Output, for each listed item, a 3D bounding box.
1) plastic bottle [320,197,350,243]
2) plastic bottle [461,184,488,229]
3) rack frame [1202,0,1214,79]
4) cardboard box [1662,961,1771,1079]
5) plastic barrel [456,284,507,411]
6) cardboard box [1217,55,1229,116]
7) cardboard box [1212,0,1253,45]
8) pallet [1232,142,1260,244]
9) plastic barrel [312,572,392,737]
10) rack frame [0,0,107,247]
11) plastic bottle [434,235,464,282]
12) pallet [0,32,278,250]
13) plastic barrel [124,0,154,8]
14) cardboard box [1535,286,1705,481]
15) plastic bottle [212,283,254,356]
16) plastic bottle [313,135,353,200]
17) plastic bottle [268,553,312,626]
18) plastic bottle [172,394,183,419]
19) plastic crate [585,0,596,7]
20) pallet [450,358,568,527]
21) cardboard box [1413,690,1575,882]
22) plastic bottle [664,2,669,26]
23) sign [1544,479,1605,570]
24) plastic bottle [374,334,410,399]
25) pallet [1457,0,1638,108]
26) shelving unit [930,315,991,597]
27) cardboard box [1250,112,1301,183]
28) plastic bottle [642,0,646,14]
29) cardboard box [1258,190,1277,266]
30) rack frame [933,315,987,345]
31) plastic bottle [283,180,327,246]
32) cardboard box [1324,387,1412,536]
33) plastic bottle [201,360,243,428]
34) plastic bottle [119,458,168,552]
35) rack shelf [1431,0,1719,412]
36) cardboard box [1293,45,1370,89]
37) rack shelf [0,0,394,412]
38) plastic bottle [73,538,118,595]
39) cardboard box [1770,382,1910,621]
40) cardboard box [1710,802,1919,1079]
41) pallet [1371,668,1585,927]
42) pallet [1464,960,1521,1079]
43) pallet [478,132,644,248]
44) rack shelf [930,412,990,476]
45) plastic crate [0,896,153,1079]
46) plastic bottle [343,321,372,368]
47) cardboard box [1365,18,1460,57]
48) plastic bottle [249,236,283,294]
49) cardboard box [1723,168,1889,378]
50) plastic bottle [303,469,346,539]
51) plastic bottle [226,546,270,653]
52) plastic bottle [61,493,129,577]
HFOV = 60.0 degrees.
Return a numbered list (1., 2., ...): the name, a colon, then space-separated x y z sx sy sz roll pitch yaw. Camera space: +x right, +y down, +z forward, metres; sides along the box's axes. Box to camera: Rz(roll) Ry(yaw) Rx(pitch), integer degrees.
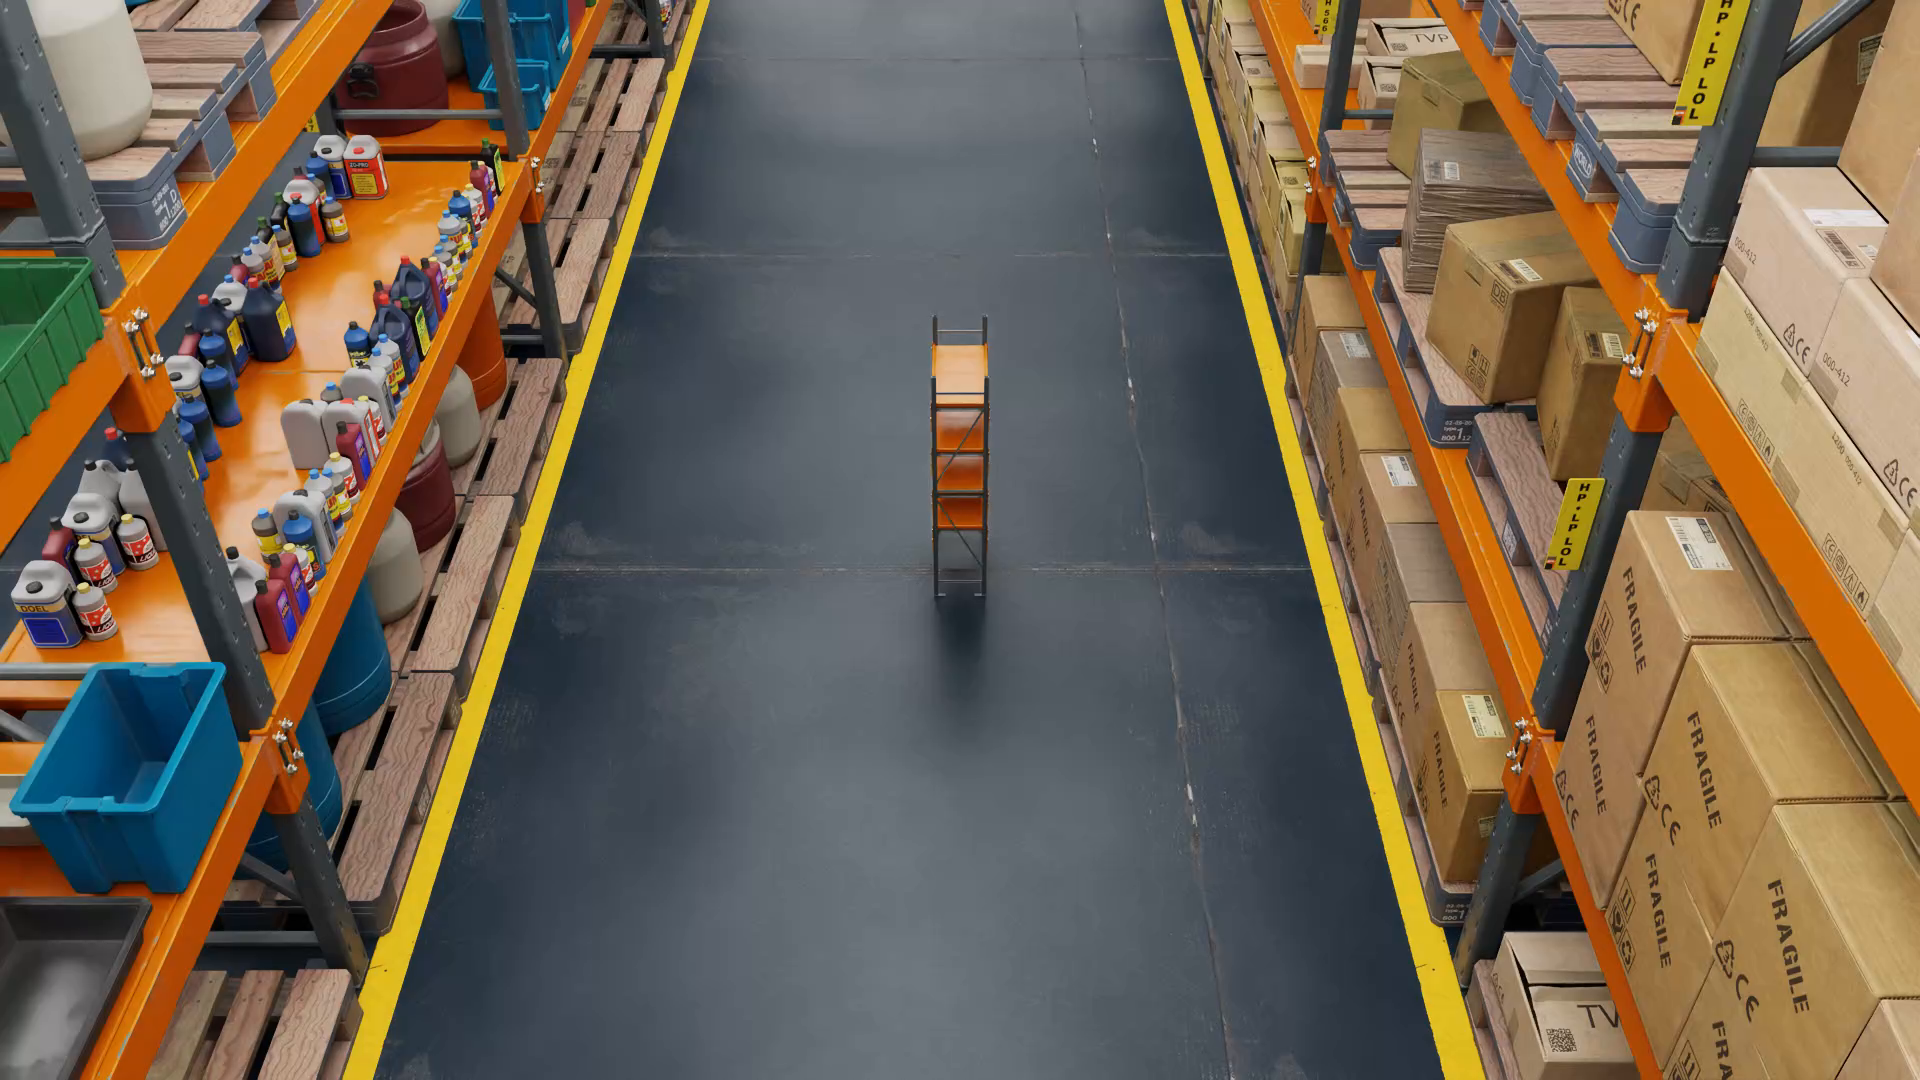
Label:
1. plastic bottle: -2.857 -1.467 7.587 0.097 0.201 0.097 0 39 0
2. plastic bottle: -2.250 -1.546 7.685 0.097 0.201 0.097 0 39 0
3. rack frame: 2.290 -4.596 11.332 1.000 3.000 0.127 0 39 0
4. cardboard box: 2.029 1.320 3.870 0.500 0.500 0.500 0 39 0
5. plastic barrel: -2.642 -1.104 8.374 0.600 0.830 0.708 0 39 0
6. cardboard box: 2.042 -3.115 11.346 0.500 0.250 0.500 1 39 1
7. cardboard box: 2.041 -3.647 11.562 0.500 0.311 0.500 0 39 0
8. pallet: 2.334 -2.282 10.674 1.003 0.211 1.213 0 39 0
9. plastic barrel: -2.639 0.280 6.589 0.600 0.901 0.708 0 39 0
10. rack frame: -2.655 -1.933 3.211 1.000 3.000 0.127 0 39 0
11. plastic bottle: -2.249 -1.242 7.306 0.097 0.201 0.097 0 39 0
12. pallet: -2.753 -1.179 4.820 1.213 0.211 1.003 0 39 0
13. plastic barrel: -2.809 -2.189 5.193 0.600 0.901 0.708 0 39 0
14. cardboard box: 2.458 -0.522 5.833 0.700 0.500 0.500 6 39 7
15. plastic bottle: -2.980 -0.907 6.827 0.152 0.276 0.135 0 39 0
16. plastic bottle: -2.982 -1.774 7.910 0.152 0.276 0.135 0 39 0
17. plastic bottle: -2.228 0.141 5.515 0.061 0.283 0.133 0 39 0
18. plastic bottle: -2.979 -0.418 6.217 0.152 0.276 0.135 0 39 0
19. plastic crate: -2.379 -3.423 10.038 0.450 0.188 0.662 0 39 0
20. pallet: -2.617 -0.512 8.466 1.003 0.211 1.213 0 39 0
21. cardboard box: 2.012 0.902 6.118 0.500 0.500 0.500 0 39 0
22. plastic bottle: -2.226 -3.937 12.396 0.097 0.201 0.097 0 39 0
23. sign: 1.744 -0.042 4.724 0.100 0.325 0.005 0 39 0
24. plastic bottle: -2.248 -0.689 6.559 0.097 0.271 0.097 0 39 0
25. pallet: 2.364 -1.747 5.528 1.213 0.211 1.003 0 39 0
26. shelving unit: 0.000 -0.365 7.491 0.258 1.200 0.503 0 39 0
27. cardboard box: 2.042 -2.372 9.971 0.500 0.311 0.500 0 39 0
28. plastic bottle: -2.360 -4.108 12.543 0.061 0.283 0.133 0 39 0
29. cardboard box: 2.046 -1.836 9.751 0.500 0.250 0.500 0 39 -1
30. rack frame: 0.000 -0.517 7.682 0.240 1.200 0.015 0 39 0
31. plastic bottle: -2.981 -1.485 7.549 0.152 0.276 0.135 0 39 0
32. cardboard box: 2.011 -0.365 7.699 0.500 0.500 0.500 -1 39 -1
33. plastic bottle: -2.855 -0.572 6.414 0.097 0.271 0.097 0 39 0
34. plastic bottle: -2.839 -0.147 5.820 0.144 0.351 0.185 0 39 0
35. rack shelf: 2.297 -1.733 5.937 1.077 0.370 4.000 0 39 0
36. cardboard box: 2.017 -2.559 8.990 0.380 0.149 0.250 0 39 0
37. rack shelf: -2.657 -1.732 5.935 1.077 0.370 4.000 0 39 0
38. plastic bottle: -2.945 0.084 5.651 0.097 0.201 0.097 0 39 0
39. cardboard box: 2.048 -0.088 3.428 0.500 0.250 0.500 0 39 0
40. cardboard box: 2.019 0.917 3.573 0.500 0.500 0.500 -1 39 -1
41. pallet: 2.260 0.987 6.596 1.003 0.211 1.213 0 39 0
42. pallet: 2.299 1.925 5.425 1.003 0.211 1.213 0 39 0
43. pallet: -2.620 -2.250 10.635 1.003 0.211 1.213 0 39 0
44. rack shelf: 0.000 -0.487 7.393 0.258 0.148 0.480 0 39 0
45. plastic crate: -2.385 1.192 4.281 0.437 0.125 0.590 0 39 0
46. plastic bottle: -2.393 -0.749 6.635 0.097 0.271 0.097 0 39 0
47. cardboard box: 2.487 -2.619 8.936 0.500 0.311 0.500 0 39 -1
48. plastic bottle: -3.008 -1.182 7.175 0.097 0.271 0.097 0 39 0
49. cardboard box: 2.051 -0.596 3.662 0.500 0.250 0.500 0 39 0
50. plastic bottle: -2.247 -0.133 5.865 0.097 0.271 0.097 0 39 0
51. plastic bottle: -2.331 0.182 5.409 0.144 0.351 0.185 0 39 0
52. plastic bottle: -2.979 -0.018 5.719 0.152 0.276 0.135 0 39 0
